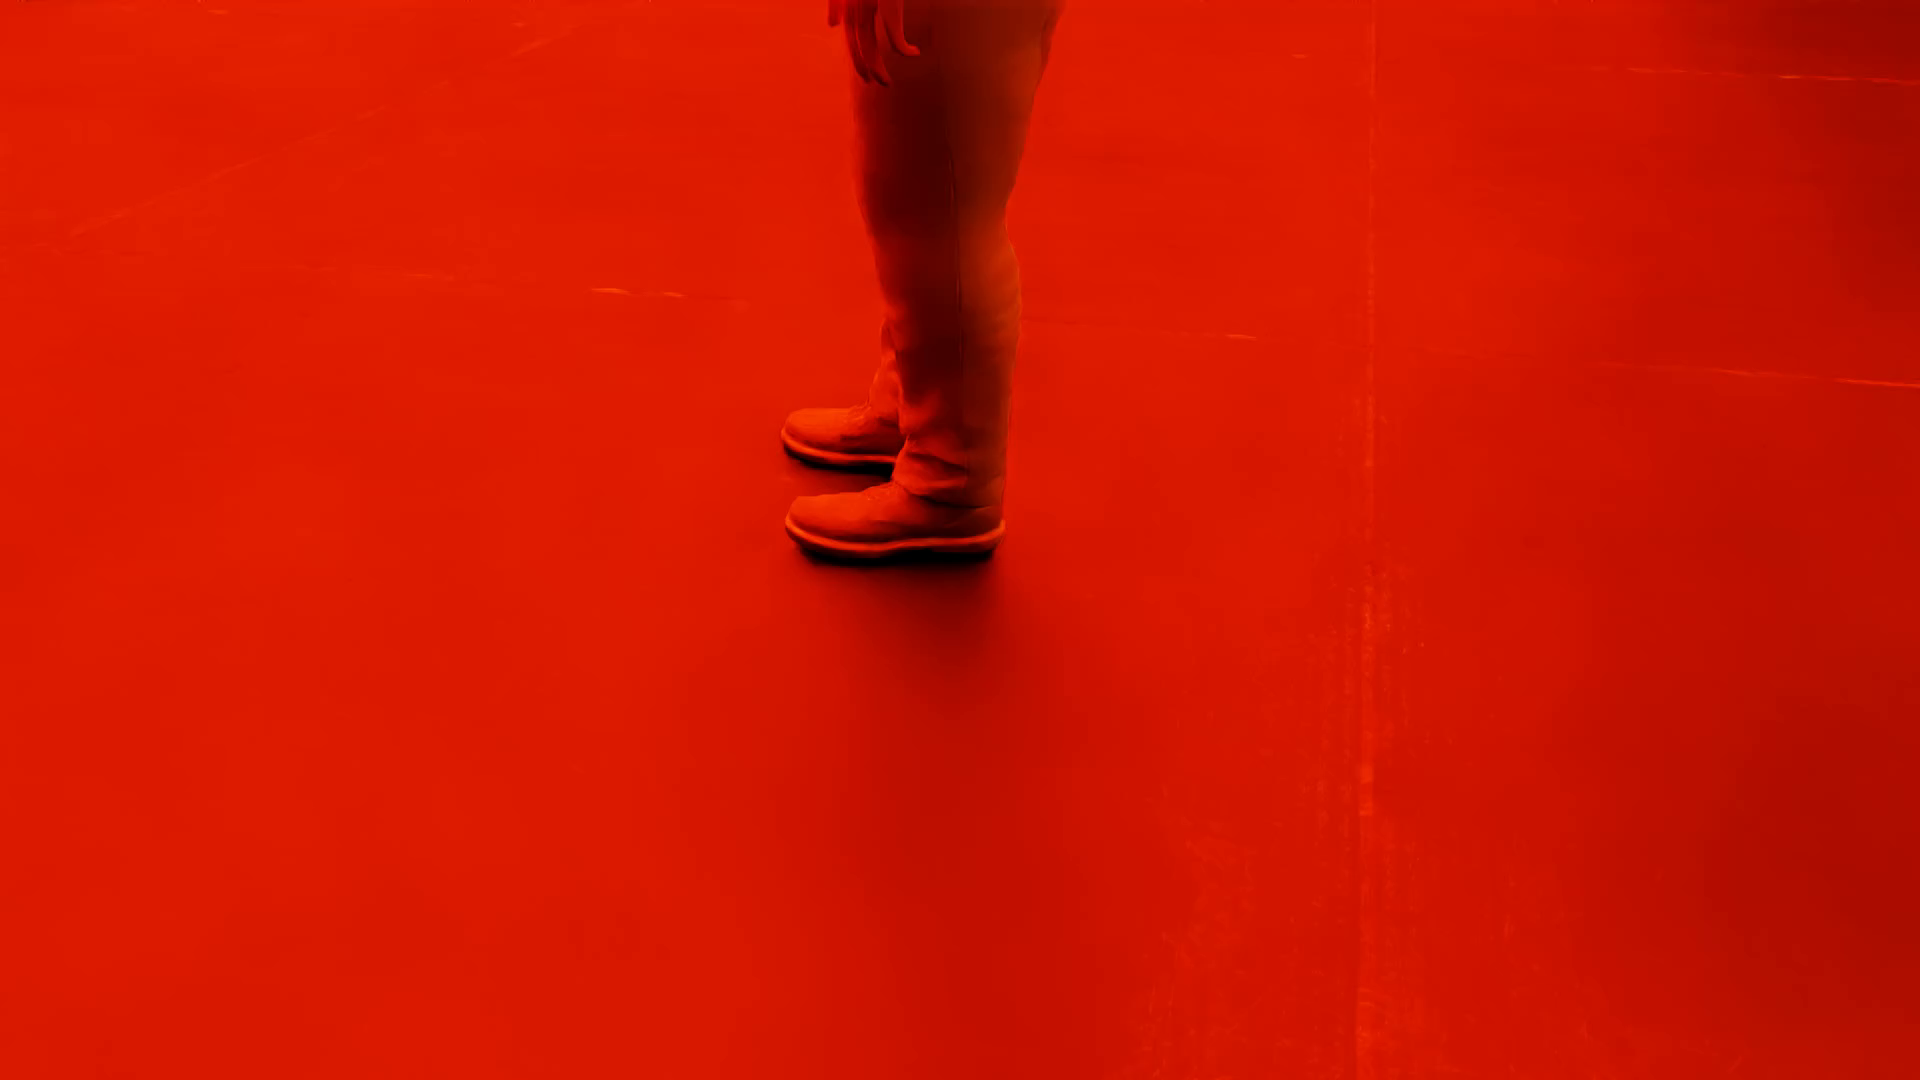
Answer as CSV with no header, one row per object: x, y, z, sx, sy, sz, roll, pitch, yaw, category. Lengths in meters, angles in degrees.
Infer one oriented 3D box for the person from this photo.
-0.073,-0.815,2.121,0.574,1.781,0.640,6,27,11,person
